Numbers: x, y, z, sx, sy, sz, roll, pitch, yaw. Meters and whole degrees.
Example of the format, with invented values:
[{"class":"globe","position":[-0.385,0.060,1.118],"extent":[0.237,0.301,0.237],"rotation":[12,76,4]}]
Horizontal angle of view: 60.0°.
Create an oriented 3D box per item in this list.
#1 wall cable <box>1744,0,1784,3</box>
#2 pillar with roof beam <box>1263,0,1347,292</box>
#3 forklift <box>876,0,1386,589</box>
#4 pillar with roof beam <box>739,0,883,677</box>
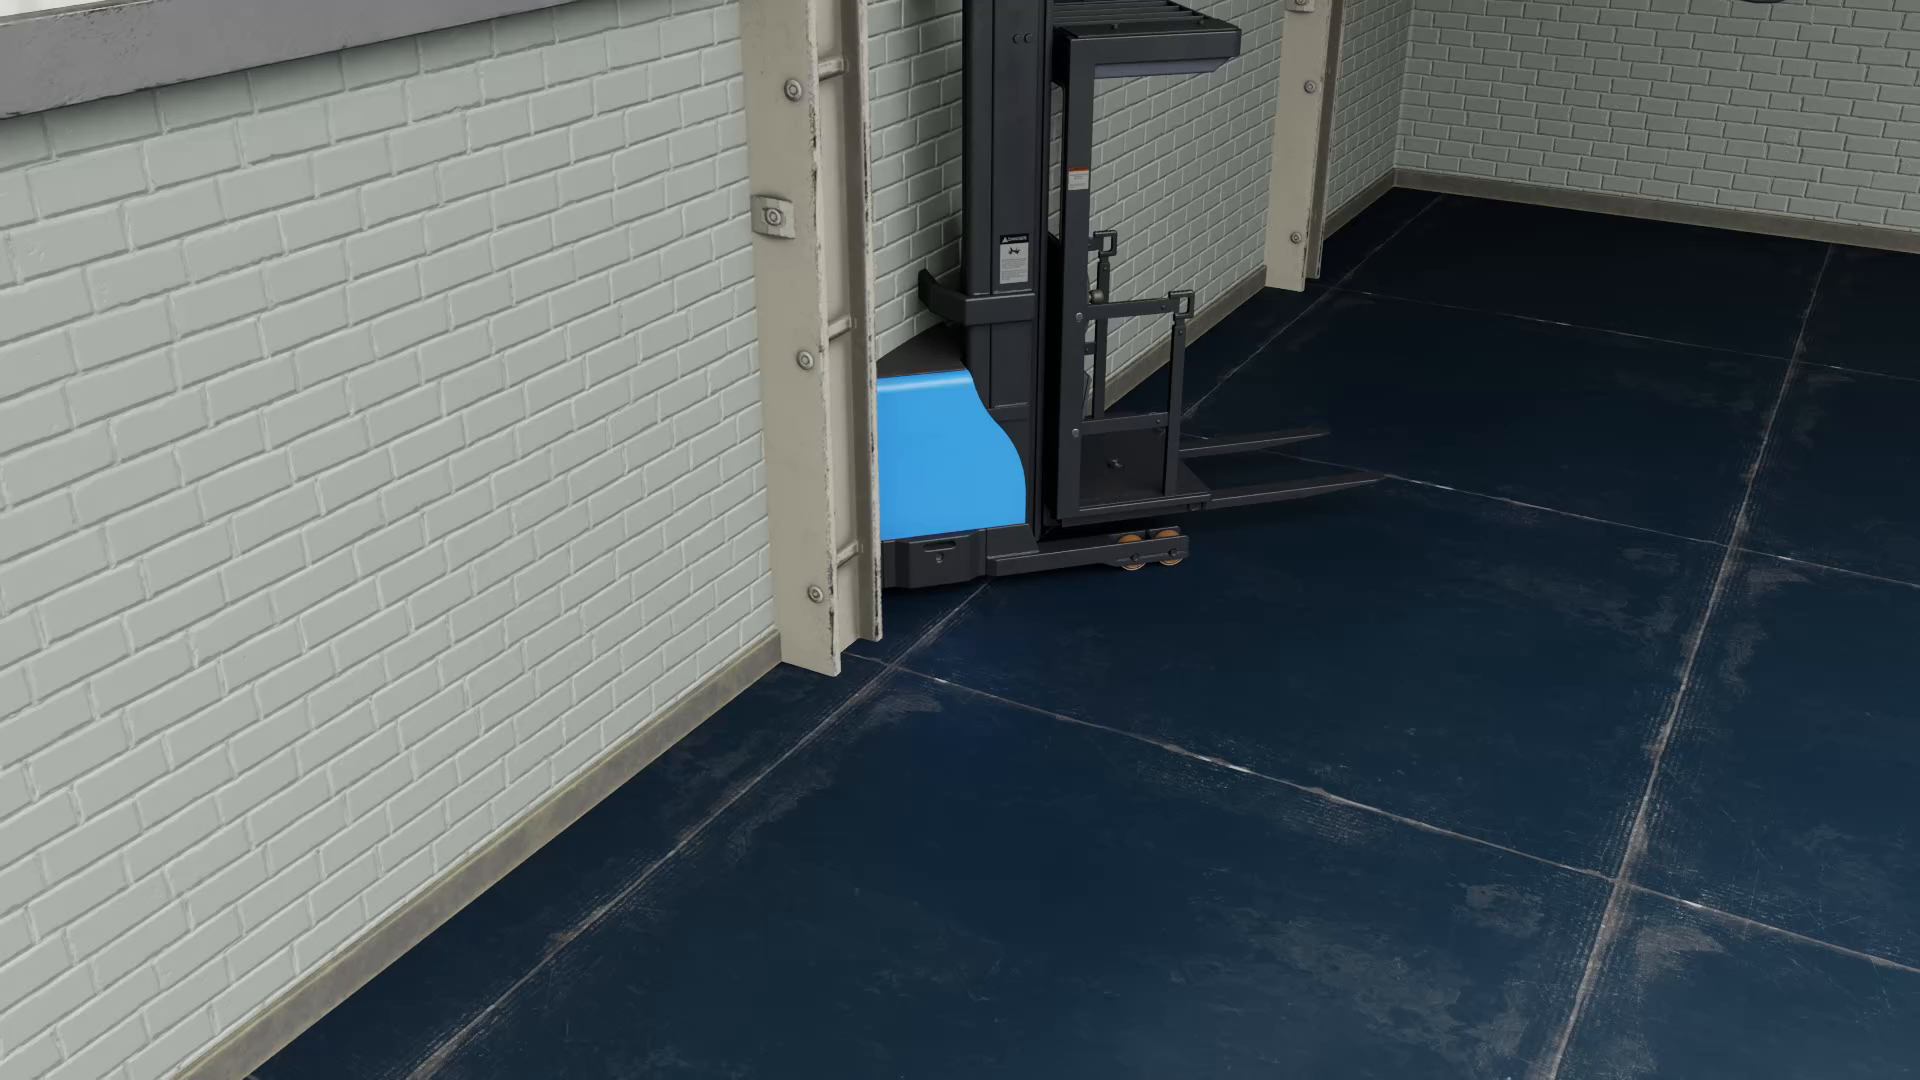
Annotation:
[{"class":"wall cable","position":[4.980,-5.358,12.370],"extent":[3.097,2.526,0.112],"rotation":[14,30,26]},{"class":"pillar with roof beam","position":[6.128,-4.942,8.070],"extent":[9.100,9.000,0.400],"rotation":[14,30,26]},{"class":"forklift","position":[0.601,-1.386,7.744],"extent":[3.031,2.935,1.130],"rotation":[-7,27,-14]},{"class":"pillar with roof beam","position":[3.176,-2.604,3.398],"extent":[9.100,9.000,0.400],"rotation":[14,30,26]}]
